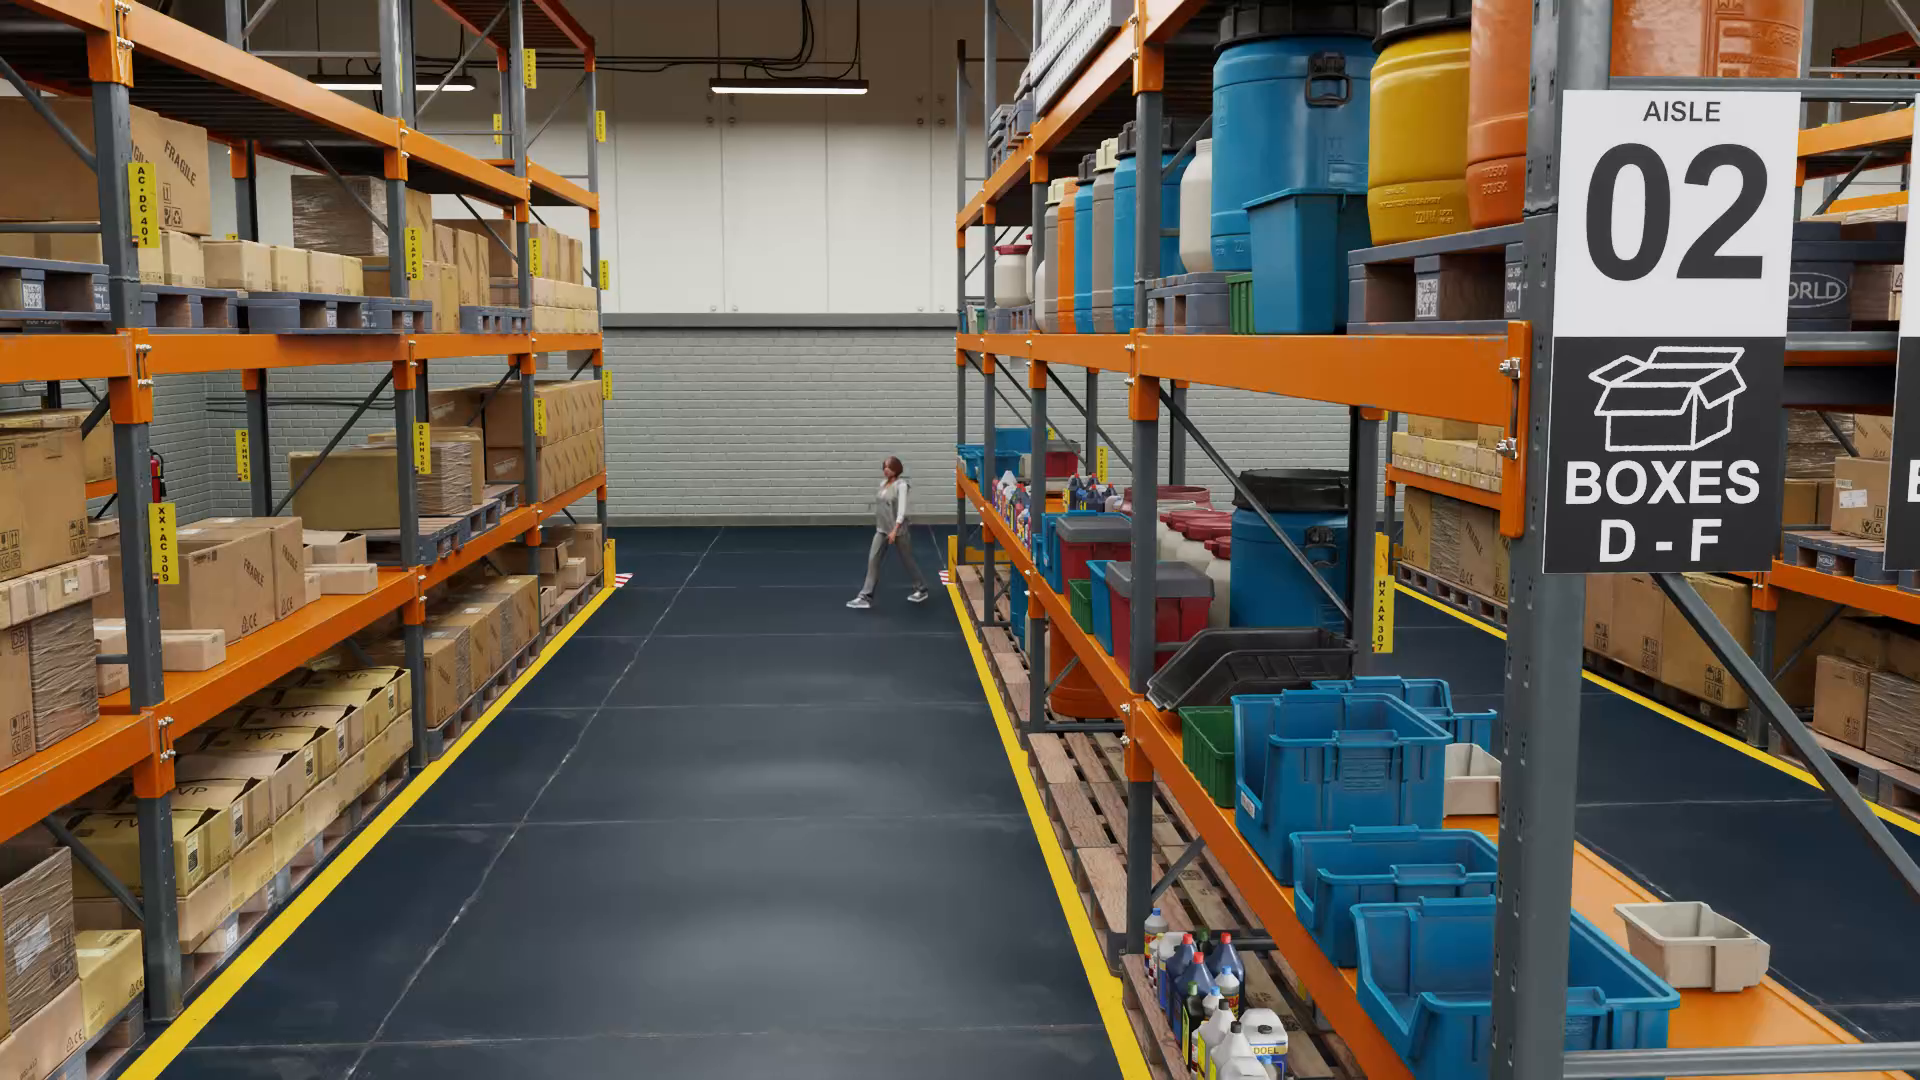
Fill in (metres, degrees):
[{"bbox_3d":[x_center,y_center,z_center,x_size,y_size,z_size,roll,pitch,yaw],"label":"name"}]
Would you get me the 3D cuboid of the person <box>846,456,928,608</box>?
[{"bbox_3d":[-0.714,-0.087,16.928,0.448,1.528,0.988,6,9,40],"label":"person"}]
